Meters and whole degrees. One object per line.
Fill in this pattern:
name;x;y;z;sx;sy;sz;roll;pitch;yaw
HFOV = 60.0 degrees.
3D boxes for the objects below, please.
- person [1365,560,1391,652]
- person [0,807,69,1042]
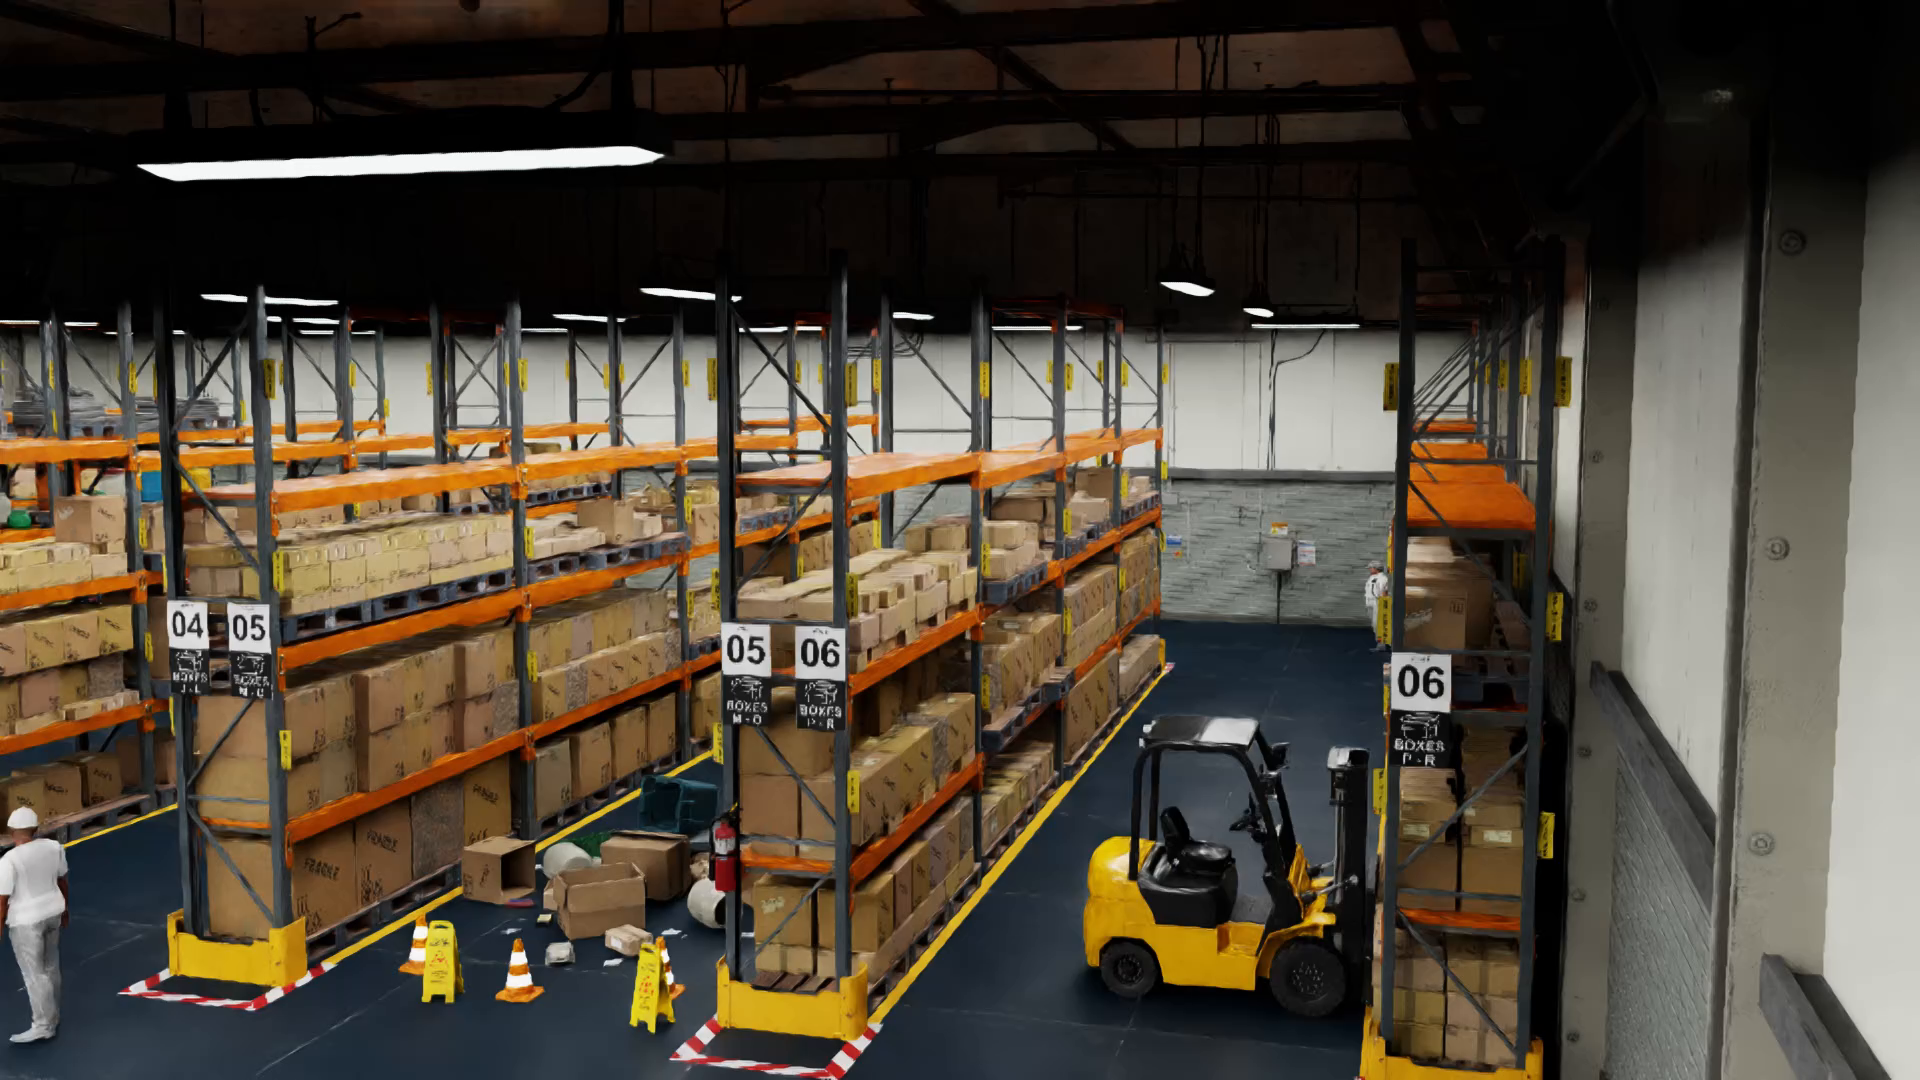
person;7.541;1.186;29.787;0.485;1.655;0.657;-2;6;-15
person;-7.150;2.926;12.828;0.473;1.763;0.626;2;6;20
